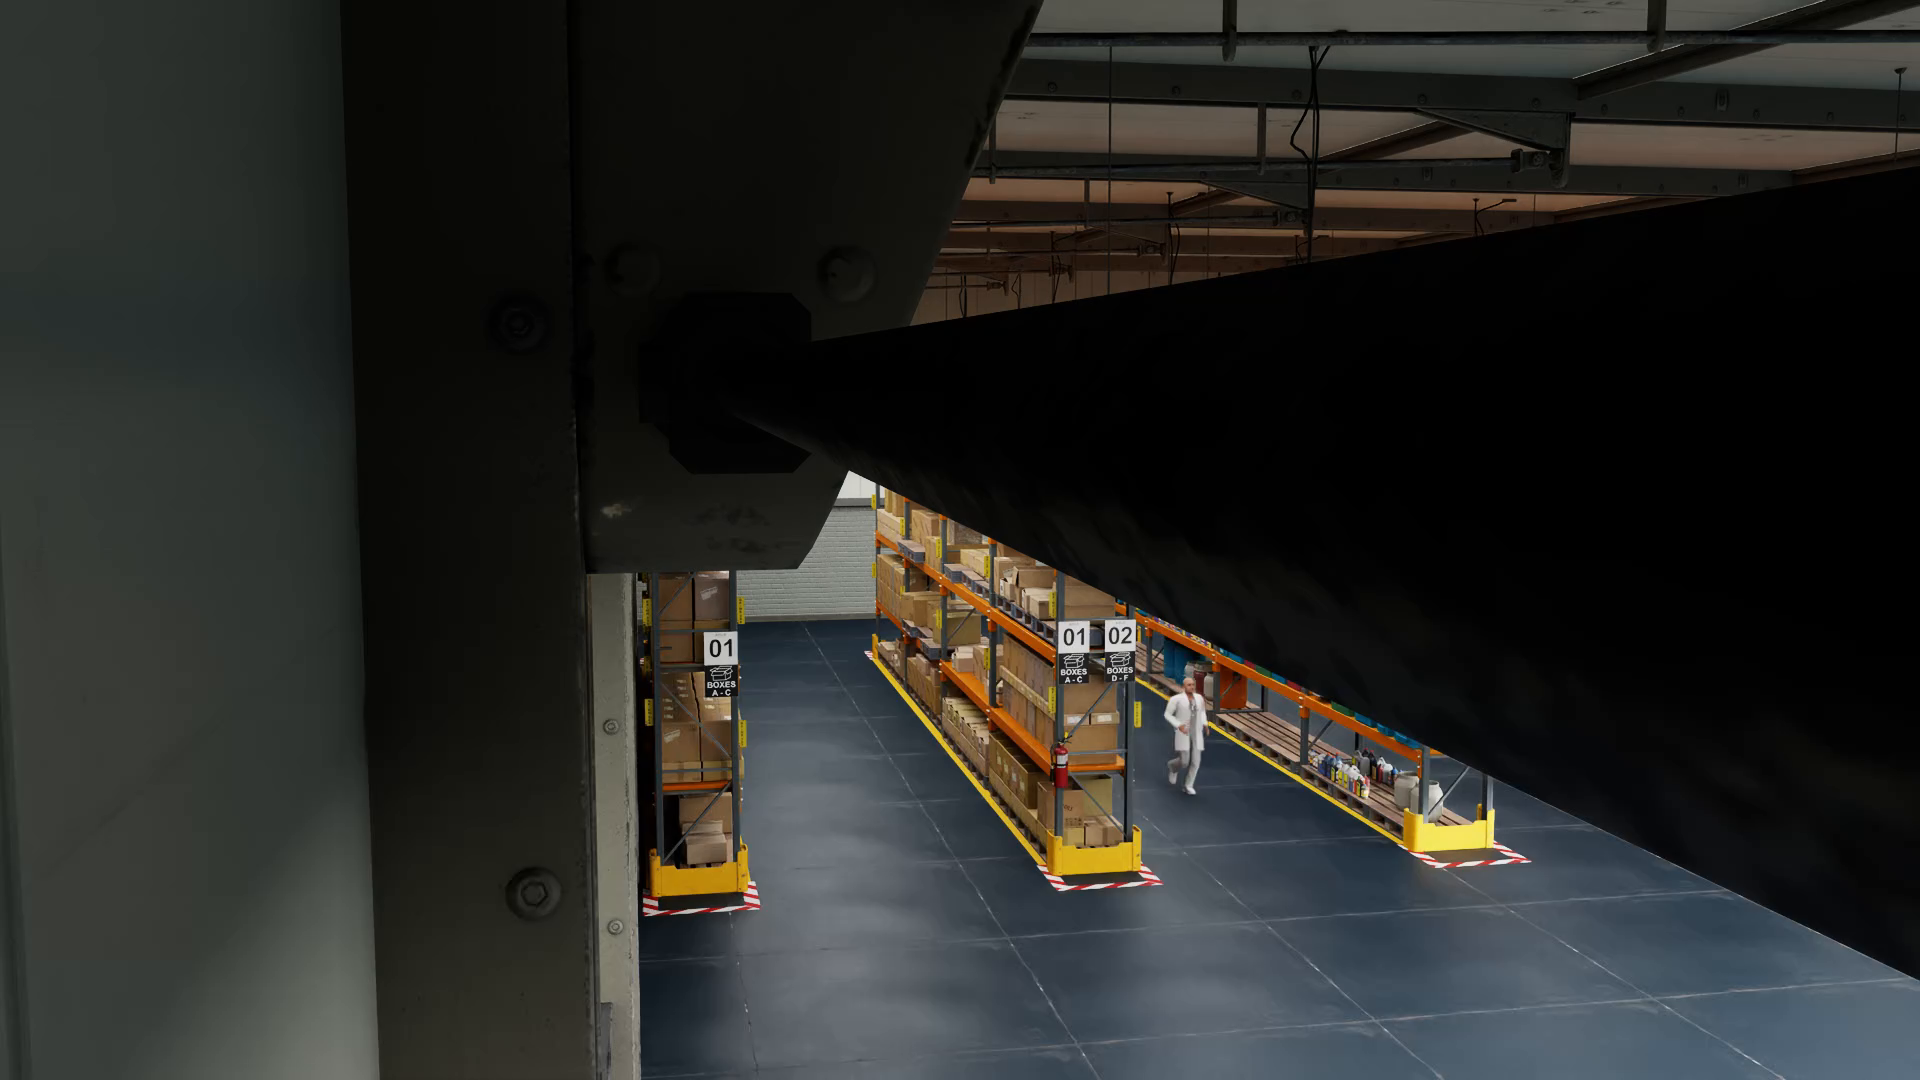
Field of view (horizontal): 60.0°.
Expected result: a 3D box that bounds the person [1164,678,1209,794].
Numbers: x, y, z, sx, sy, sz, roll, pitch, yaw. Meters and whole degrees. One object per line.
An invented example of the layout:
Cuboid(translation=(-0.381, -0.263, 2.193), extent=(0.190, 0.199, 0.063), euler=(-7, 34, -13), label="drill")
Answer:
Cuboid(translation=(3.395, 2.913, 24.893), extent=(0.705, 1.734, 0.664), euler=(-2, 6, -20), label="person")
